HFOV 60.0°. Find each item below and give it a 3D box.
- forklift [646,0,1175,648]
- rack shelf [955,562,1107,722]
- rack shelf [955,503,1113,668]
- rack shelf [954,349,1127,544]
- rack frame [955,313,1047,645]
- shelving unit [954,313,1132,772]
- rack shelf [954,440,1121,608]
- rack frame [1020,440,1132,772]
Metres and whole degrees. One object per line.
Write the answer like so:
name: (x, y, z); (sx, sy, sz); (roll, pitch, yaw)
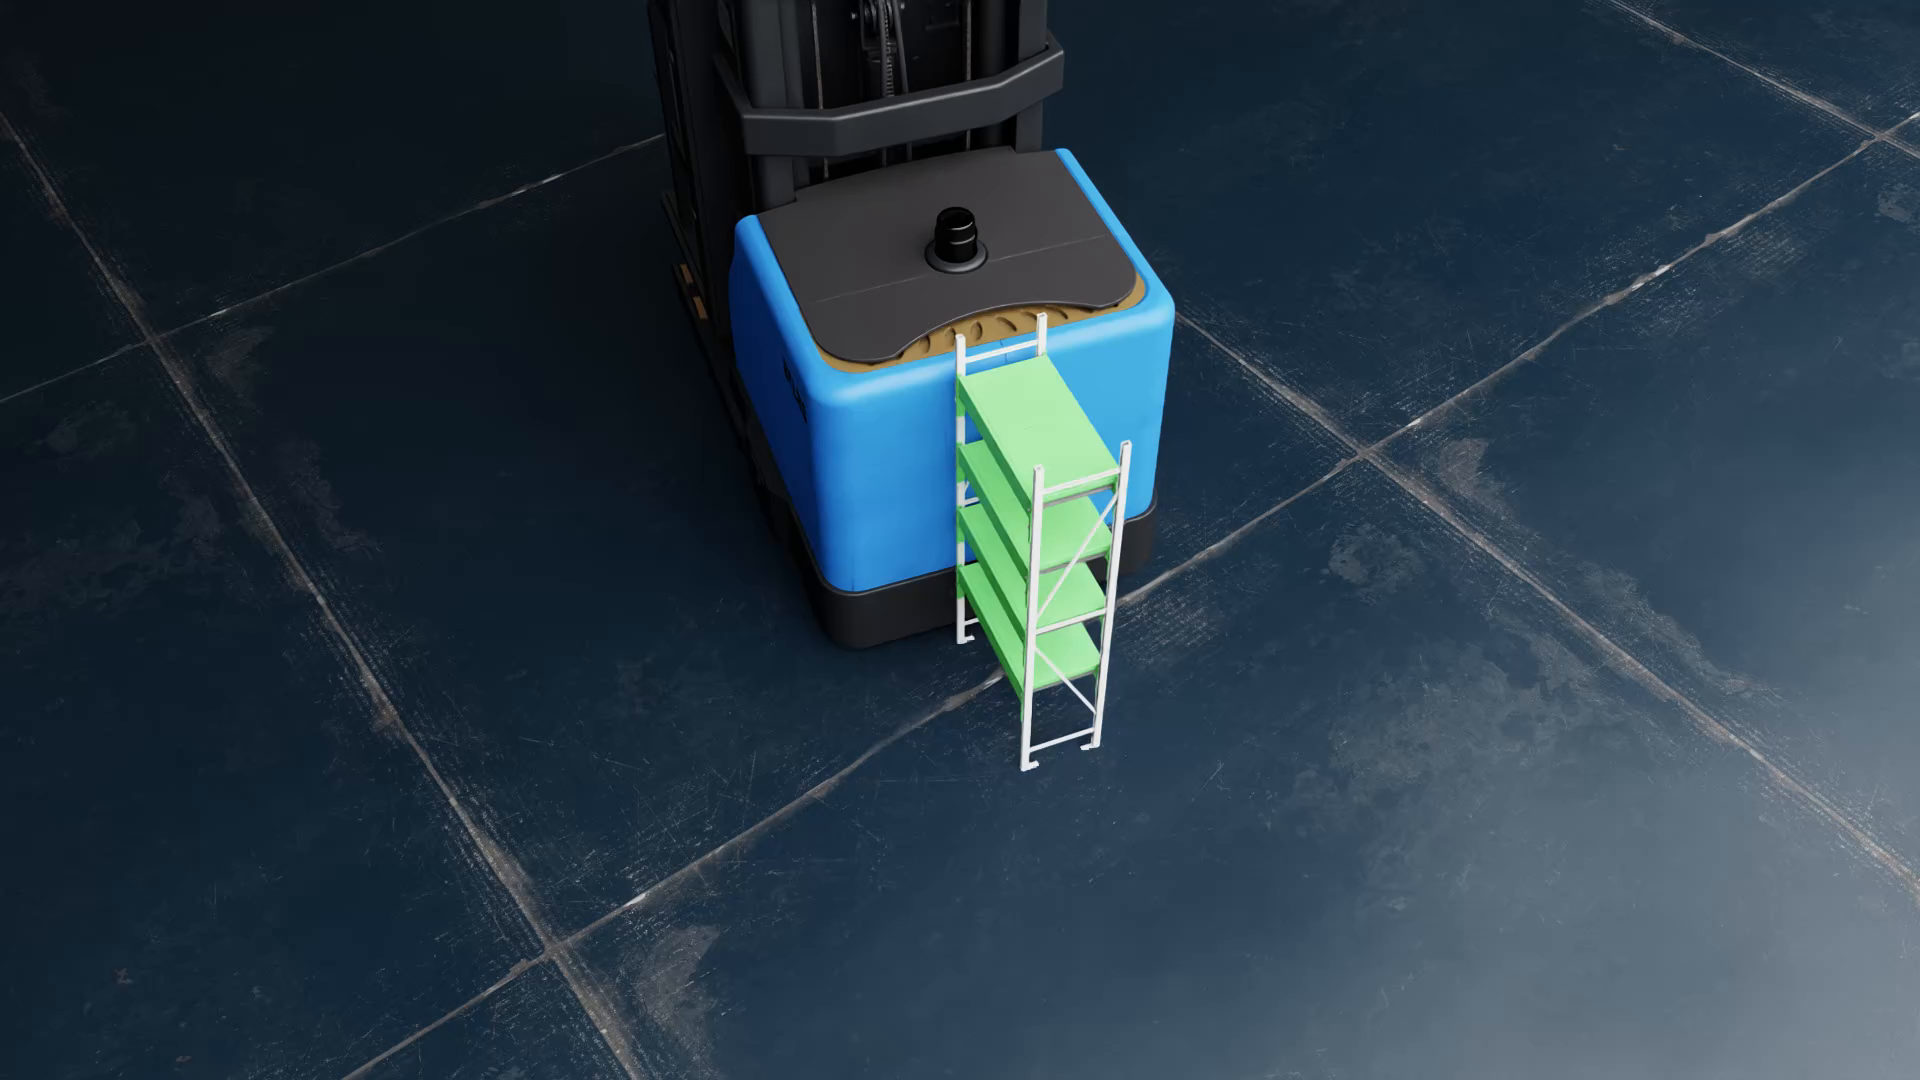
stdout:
forklift: (-0.393, -1.783, 4.888); (1.130, 2.935, 3.031); (-15, 50, -13)
rack shelf: (0.192, 0.246, 4.628); (0.258, 0.148, 0.480); (-16, 50, -14)
rack shelf: (0.192, 0.085, 4.450); (0.258, 0.148, 0.480); (-16, 50, -14)
rack shelf: (0.192, -0.238, 4.094); (0.258, 0.148, 0.480); (-16, 50, -14)
rack frame: (0.103, -0.127, 4.555); (0.240, 1.200, 0.015); (-16, 50, -14)
shelving unit: (0.192, 0.042, 4.402); (0.258, 1.200, 0.503); (-16, 50, -14)
rack shelf: (0.192, -0.077, 4.272); (0.258, 0.148, 0.480); (-16, 50, -14)
rack frame: (0.282, 0.210, 4.250); (0.240, 1.200, 0.015); (-16, 50, -14)
